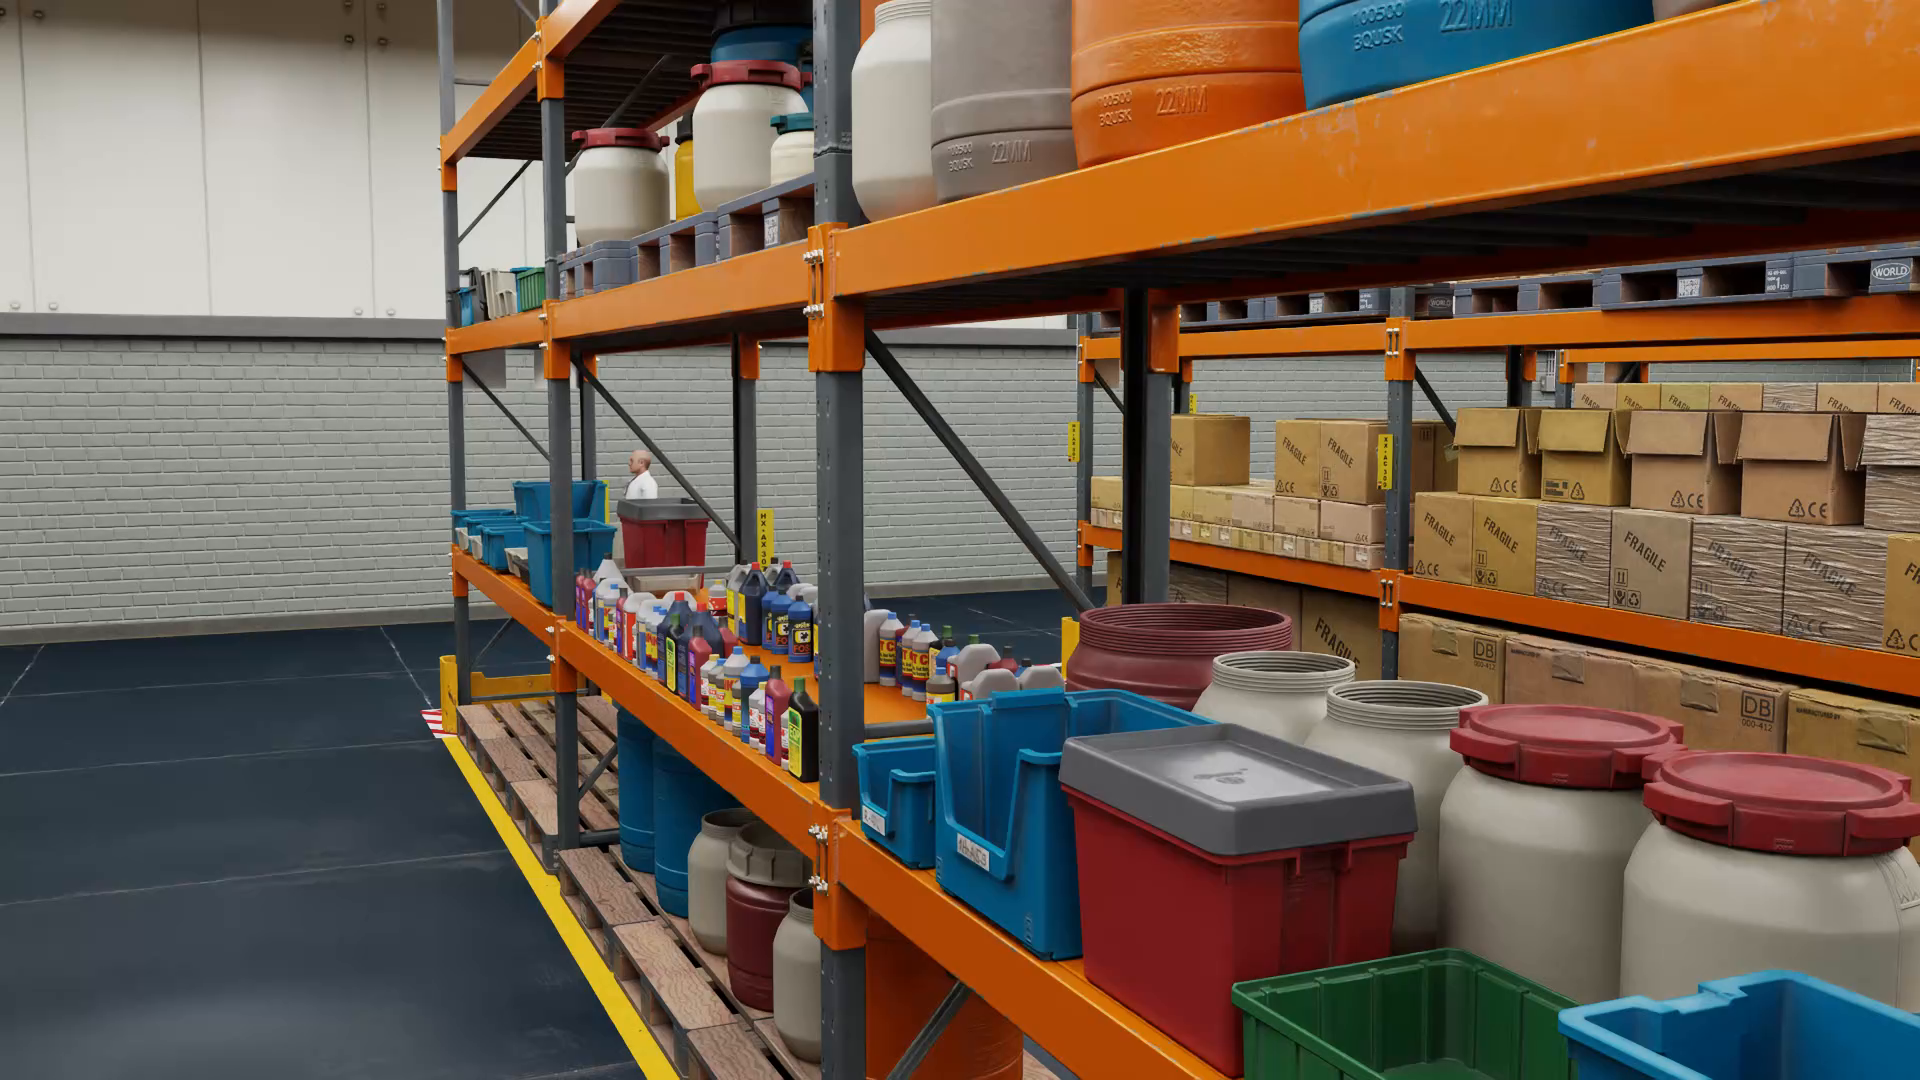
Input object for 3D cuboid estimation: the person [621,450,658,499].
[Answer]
[{"bbox_3d":[-3.297,-0.026,16.925,0.381,1.783,0.568,-2,6,-24],"label":"person"}]
